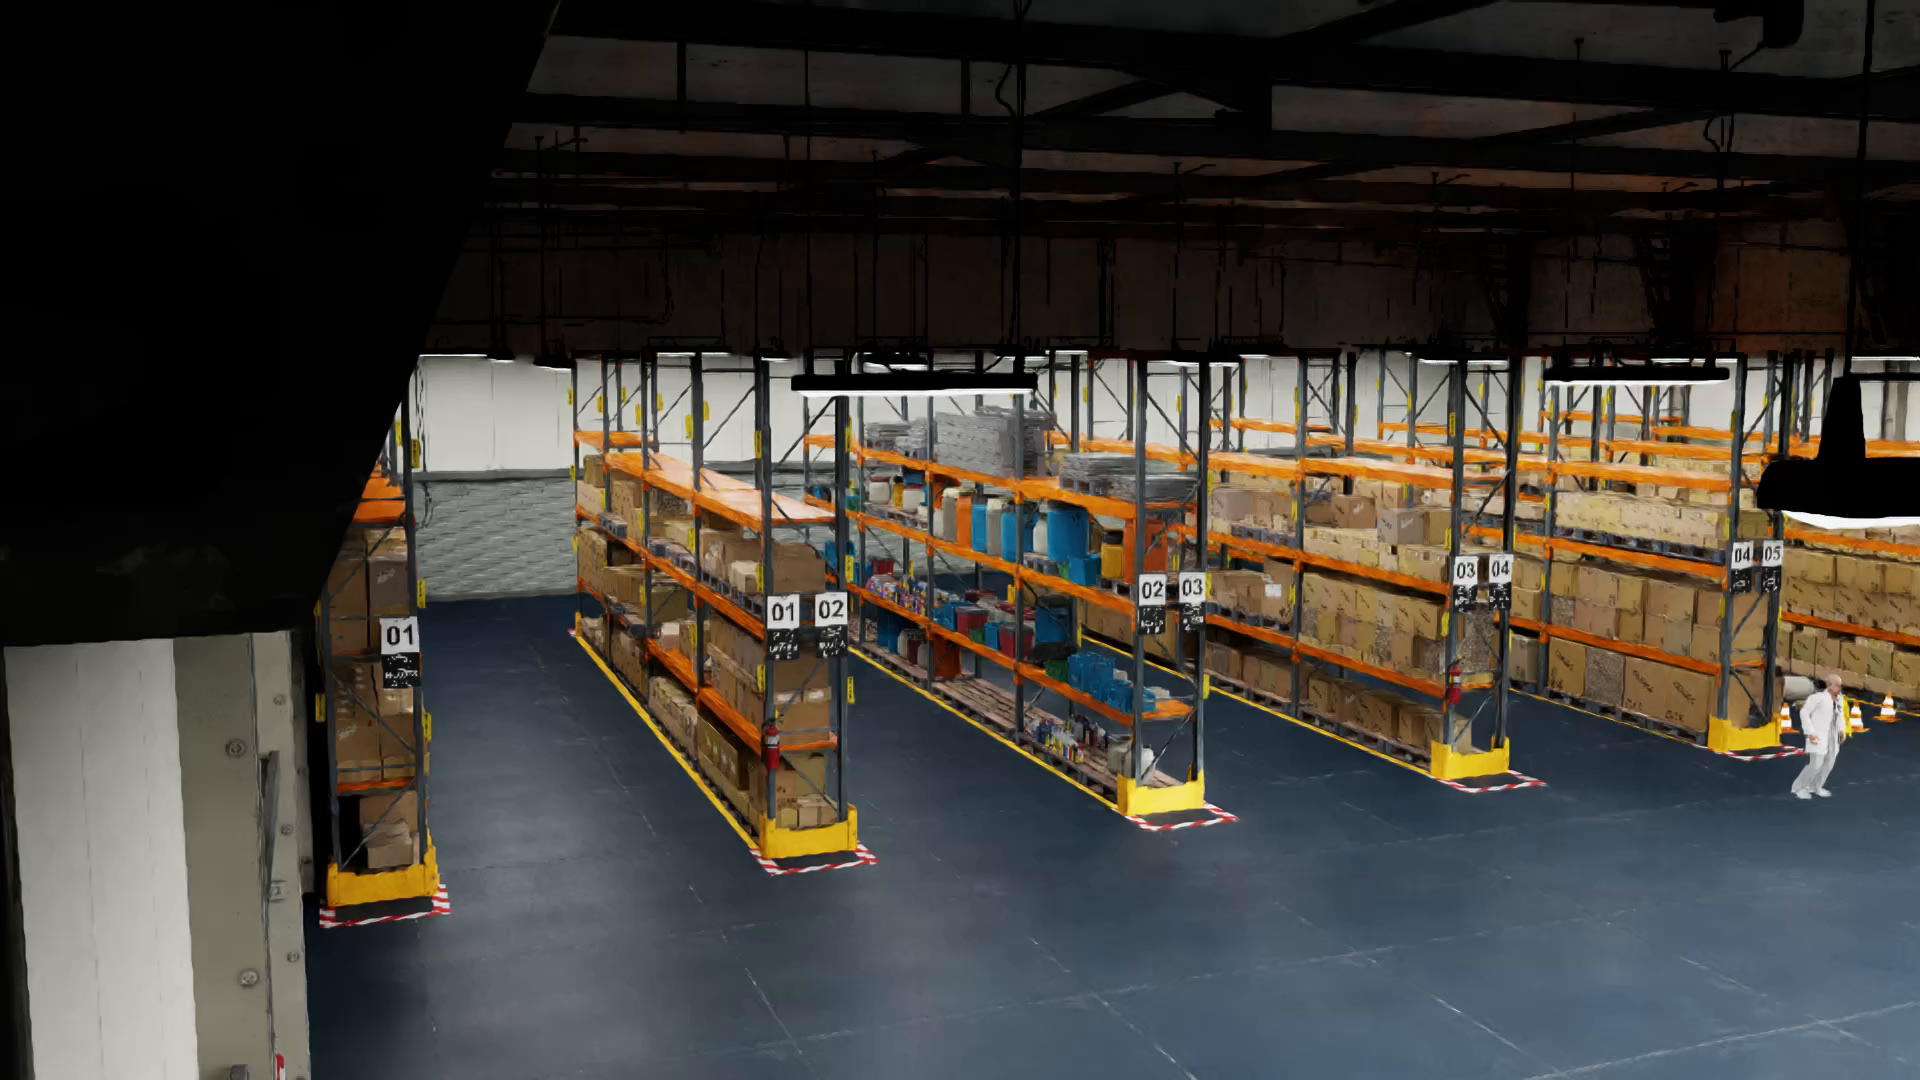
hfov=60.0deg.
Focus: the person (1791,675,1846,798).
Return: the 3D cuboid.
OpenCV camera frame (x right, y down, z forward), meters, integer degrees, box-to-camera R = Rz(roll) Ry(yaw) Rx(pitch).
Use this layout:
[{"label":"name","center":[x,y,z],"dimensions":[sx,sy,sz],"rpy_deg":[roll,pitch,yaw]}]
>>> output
[{"label":"person","center":[11.735,2.664,22.680],"dimensions":[0.729,1.733,0.546],"rpy_deg":[-3,8,-22]}]
